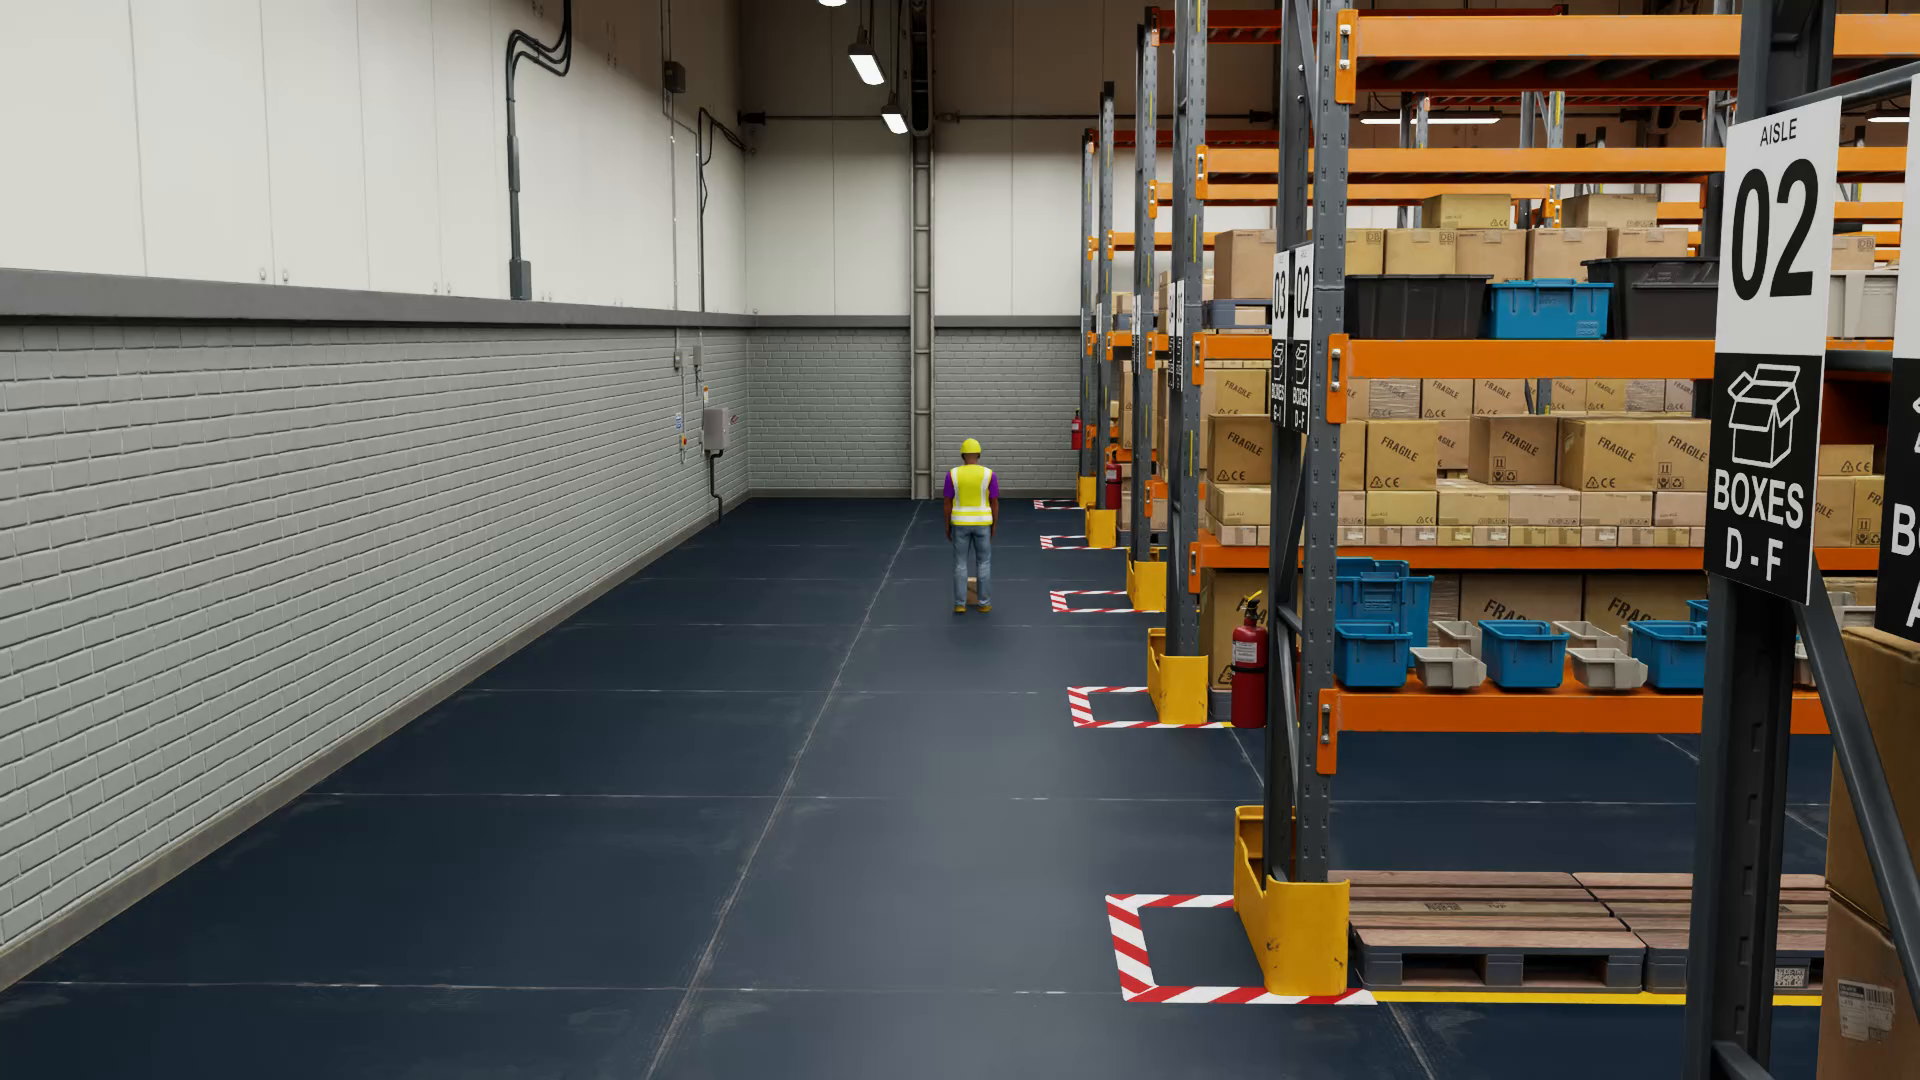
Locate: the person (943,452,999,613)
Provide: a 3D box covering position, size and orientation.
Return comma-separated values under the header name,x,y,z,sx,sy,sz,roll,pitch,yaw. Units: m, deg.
name,x,y,z,sx,sy,sz,roll,pitch,yaw
person,0.112,-0.123,16.896,0.562,1.748,0.365,0,7,3
